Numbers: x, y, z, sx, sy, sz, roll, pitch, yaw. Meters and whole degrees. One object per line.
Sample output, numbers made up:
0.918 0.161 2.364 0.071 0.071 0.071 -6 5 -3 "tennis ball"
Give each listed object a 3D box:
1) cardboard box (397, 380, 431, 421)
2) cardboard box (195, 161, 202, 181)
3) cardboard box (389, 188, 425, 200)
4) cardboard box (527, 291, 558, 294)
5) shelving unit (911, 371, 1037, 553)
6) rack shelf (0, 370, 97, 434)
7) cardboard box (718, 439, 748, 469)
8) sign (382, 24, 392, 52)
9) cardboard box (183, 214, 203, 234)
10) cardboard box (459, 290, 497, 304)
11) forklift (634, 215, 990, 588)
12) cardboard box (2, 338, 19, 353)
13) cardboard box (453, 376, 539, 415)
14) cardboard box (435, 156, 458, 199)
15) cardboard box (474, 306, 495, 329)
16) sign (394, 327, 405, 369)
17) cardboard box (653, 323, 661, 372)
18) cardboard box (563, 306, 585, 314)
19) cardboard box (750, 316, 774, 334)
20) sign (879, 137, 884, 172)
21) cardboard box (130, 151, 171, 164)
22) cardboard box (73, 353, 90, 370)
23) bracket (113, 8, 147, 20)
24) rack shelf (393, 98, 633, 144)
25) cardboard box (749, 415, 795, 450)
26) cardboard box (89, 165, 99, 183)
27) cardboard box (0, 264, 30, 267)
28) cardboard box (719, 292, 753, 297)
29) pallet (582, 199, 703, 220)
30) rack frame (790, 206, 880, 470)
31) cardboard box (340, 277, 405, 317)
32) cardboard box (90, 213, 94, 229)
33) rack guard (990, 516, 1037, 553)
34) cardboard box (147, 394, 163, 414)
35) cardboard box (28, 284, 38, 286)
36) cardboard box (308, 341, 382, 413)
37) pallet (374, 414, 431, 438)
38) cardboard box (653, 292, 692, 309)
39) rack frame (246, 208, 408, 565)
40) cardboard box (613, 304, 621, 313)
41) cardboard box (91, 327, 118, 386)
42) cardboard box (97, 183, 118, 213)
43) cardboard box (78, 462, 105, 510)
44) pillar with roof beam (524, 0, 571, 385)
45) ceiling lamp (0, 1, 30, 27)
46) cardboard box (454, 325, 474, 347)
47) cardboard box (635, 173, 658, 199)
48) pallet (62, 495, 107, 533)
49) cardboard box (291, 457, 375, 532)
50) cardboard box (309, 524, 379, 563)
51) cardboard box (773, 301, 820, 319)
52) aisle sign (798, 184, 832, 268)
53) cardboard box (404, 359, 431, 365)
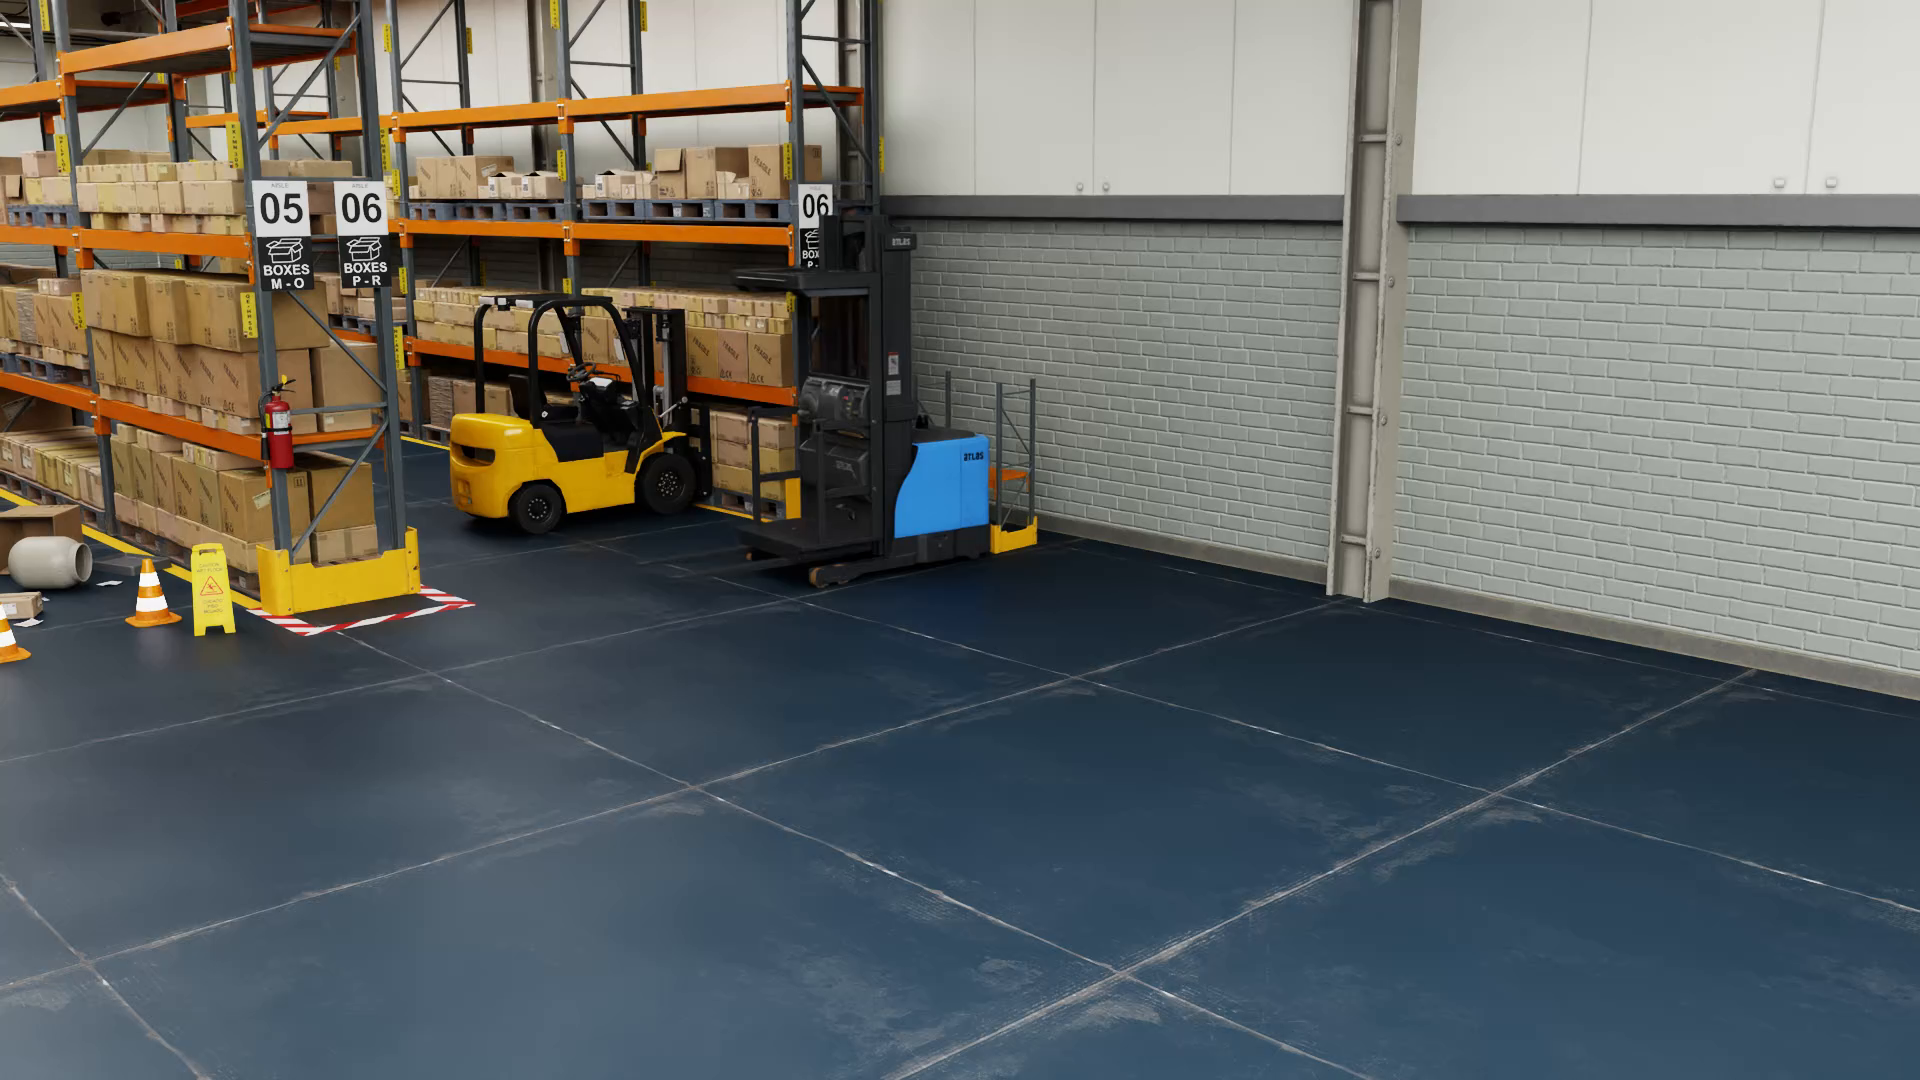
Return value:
-7.144 -1.862 22.007 0.500 0.500 0.500 -10 15 -41 "cardboard box"
-5.684 -2.856 12.889 0.380 0.149 0.250 -11 16 -42 "cardboard box"
-7.115 -4.458 21.403 0.380 0.149 0.250 -10 16 -41 "cardboard box"
-5.041 -2.942 20.239 0.380 0.149 0.250 -11 16 -42 "cardboard box"
0.109 -0.731 15.082 1.083 1.500 0.587 10 15 41 "shelving unit"
-8.902 -1.512 16.938 1.077 0.370 4.000 -11 16 -43 "rack shelf"
-2.072 -0.887 16.656 0.500 0.250 0.500 -11 16 -43 "cardboard box"
-7.082 -6.206 20.561 0.100 0.325 0.005 -11 16 -43 "sign"
-5.895 -2.499 13.136 0.380 0.149 0.250 -11 16 -43 "cardboard box"
-5.923 -2.986 20.455 0.380 0.149 0.250 -11 16 -42 "cardboard box"
-1.208 -1.170 13.667 3.031 2.935 1.130 -9 15 -37 "forklift"
-9.692 -2.030 17.253 0.380 0.149 0.250 -11 16 -42 "cardboard box"
-5.818 -1.704 20.931 0.875 0.625 0.625 -10 15 -41 "cardboard box"
-5.951 -4.422 20.310 0.700 0.500 0.500 -11 16 -44 "cardboard box"
-5.502 -2.698 20.045 0.500 0.250 0.500 -11 16 -42 "cardboard box"
-4.367 -1.488 12.895 0.100 0.325 0.005 -11 16 -43 "sign"
-3.094 -2.065 17.592 0.500 0.500 0.500 -11 16 -43 "cardboard box"
-4.330 -2.650 18.825 0.380 0.149 0.250 -10 15 -41 "cardboard box"
-1.812 -2.092 16.117 0.380 0.149 0.250 -11 16 -42 "cardboard box"
-0.766 -3.693 15.948 0.100 0.325 0.005 -11 16 -43 "sign"
-7.986 -3.631 16.100 0.500 0.250 0.500 -11 16 -44 "cardboard box"
-8.076 -1.692 15.610 0.380 0.149 0.250 -11 16 -42 "cardboard box"
-15.904 -9.655 30.894 0.076 0.066 5.218 -11 16 -43 "bracket"
-5.315 -4.947 19.733 1.077 0.370 4.000 -11 16 -43 "rack shelf"
-1.715 -1.053 16.225 0.500 0.250 0.500 -10 15 -41 "cardboard box"
-7.339 -3.184 14.483 0.380 0.149 0.250 -10 15 -41 "cardboard box"
-11.143 -2.950 19.408 0.500 0.500 0.500 -10 15 -41 "cardboard box"
-2.296 -2.502 17.367 0.380 0.149 0.250 -11 16 -42 "cardboard box"
-3.326 -3.570 17.929 1.003 0.211 1.213 -11 16 -43 "pallet"
-1.172 -1.681 15.976 1.000 3.000 0.127 -11 16 -43 "rack frame"
-7.957 -3.317 22.621 0.637 0.503 0.797 11 16 44 "cardboard box"
-7.483 -2.838 14.781 0.380 0.149 0.250 -11 16 -43 "cardboard box"
0.480 -0.052 14.882 0.087 0.250 0.587 10 15 41 "rack guard"
-6.659 -1.171 14.122 0.380 0.149 0.250 -11 16 -42 "cardboard box"
-9.769 -2.529 18.066 0.500 0.500 0.500 11 16 43 "cardboard box"
-4.886 -1.291 13.099 0.500 0.500 0.500 -11 16 -43 "cardboard box"
-7.184 -1.597 22.478 1.003 0.211 1.213 -11 16 -43 "pallet"
-2.981 -2.512 17.418 0.380 0.149 0.250 -11 16 -43 "cardboard box"
-4.759 -0.989 12.616 1.000 3.000 0.127 -11 16 -43 "rack frame"
-3.524 -2.477 17.982 0.380 0.149 0.250 -11 16 -43 "cardboard box"
-7.419 -1.664 14.909 0.500 0.500 0.500 -11 16 -43 "cardboard box"
-7.053 -2.938 14.276 0.500 0.250 0.500 -11 16 -43 "cardboard box"
-7.885 -0.567 16.042 0.950 0.372 0.625 -11 16 -42 "cardboard box"
-8.258 -5.122 17.812 9.100 9.000 0.400 -11 16 -43 "pillar with roof beam"
-15.756 -9.880 26.439 2.000 3.185 0.800 -11 16 -43 "ceiling lamp"
-5.862 -2.528 20.458 0.500 0.250 0.500 11 16 43 "cardboard box"
-3.129 -3.664 17.211 0.258 0.266 0.396 11 16 44 "cardboard box"
-8.060 -0.320 16.281 1.003 0.211 1.213 -11 16 -43 "pallet"
-5.133 -0.375 13.550 0.500 0.500 0.500 11 16 43 "cardboard box"
-5.116 -0.004 13.609 0.500 0.250 0.500 -11 16 -43 "cardboard box"
-1.571 -2.216 15.981 0.380 0.149 0.250 -11 16 -42 "cardboard box"
-1.339 -2.904 15.468 0.394 0.787 0.004 -11 16 -43 "aisle sign"
-7.561 -2.419 23.103 0.380 0.149 0.250 -11 16 -44 "cardboard box"
